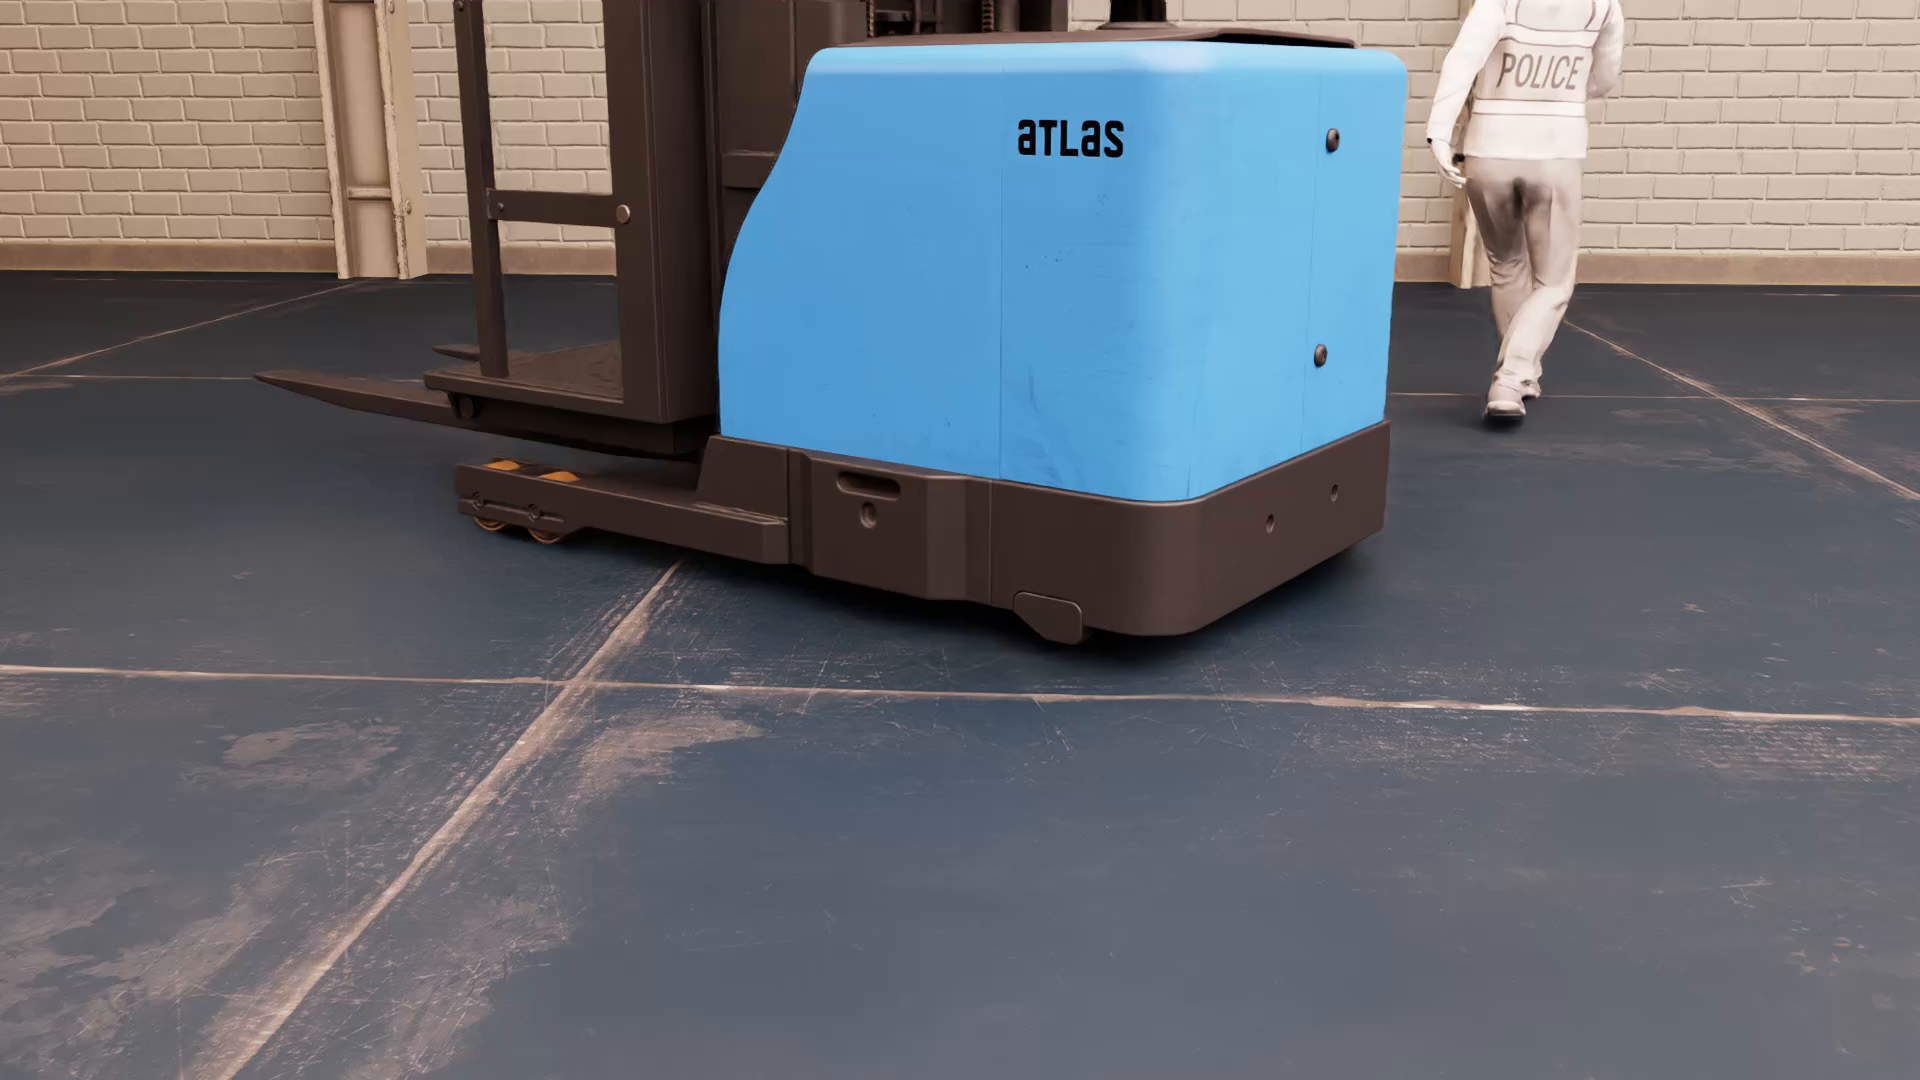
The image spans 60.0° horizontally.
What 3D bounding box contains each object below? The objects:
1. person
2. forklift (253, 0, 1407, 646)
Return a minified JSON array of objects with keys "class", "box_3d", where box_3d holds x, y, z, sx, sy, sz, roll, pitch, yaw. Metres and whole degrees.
[{"class":"person","box_3d":[1.746,-1.162,5.158,0.506,1.602,0.884,6,16,22]},{"class":"forklift","box_3d":[-0.564,-1.506,3.767,3.031,2.935,1.130,11,18,34]}]
